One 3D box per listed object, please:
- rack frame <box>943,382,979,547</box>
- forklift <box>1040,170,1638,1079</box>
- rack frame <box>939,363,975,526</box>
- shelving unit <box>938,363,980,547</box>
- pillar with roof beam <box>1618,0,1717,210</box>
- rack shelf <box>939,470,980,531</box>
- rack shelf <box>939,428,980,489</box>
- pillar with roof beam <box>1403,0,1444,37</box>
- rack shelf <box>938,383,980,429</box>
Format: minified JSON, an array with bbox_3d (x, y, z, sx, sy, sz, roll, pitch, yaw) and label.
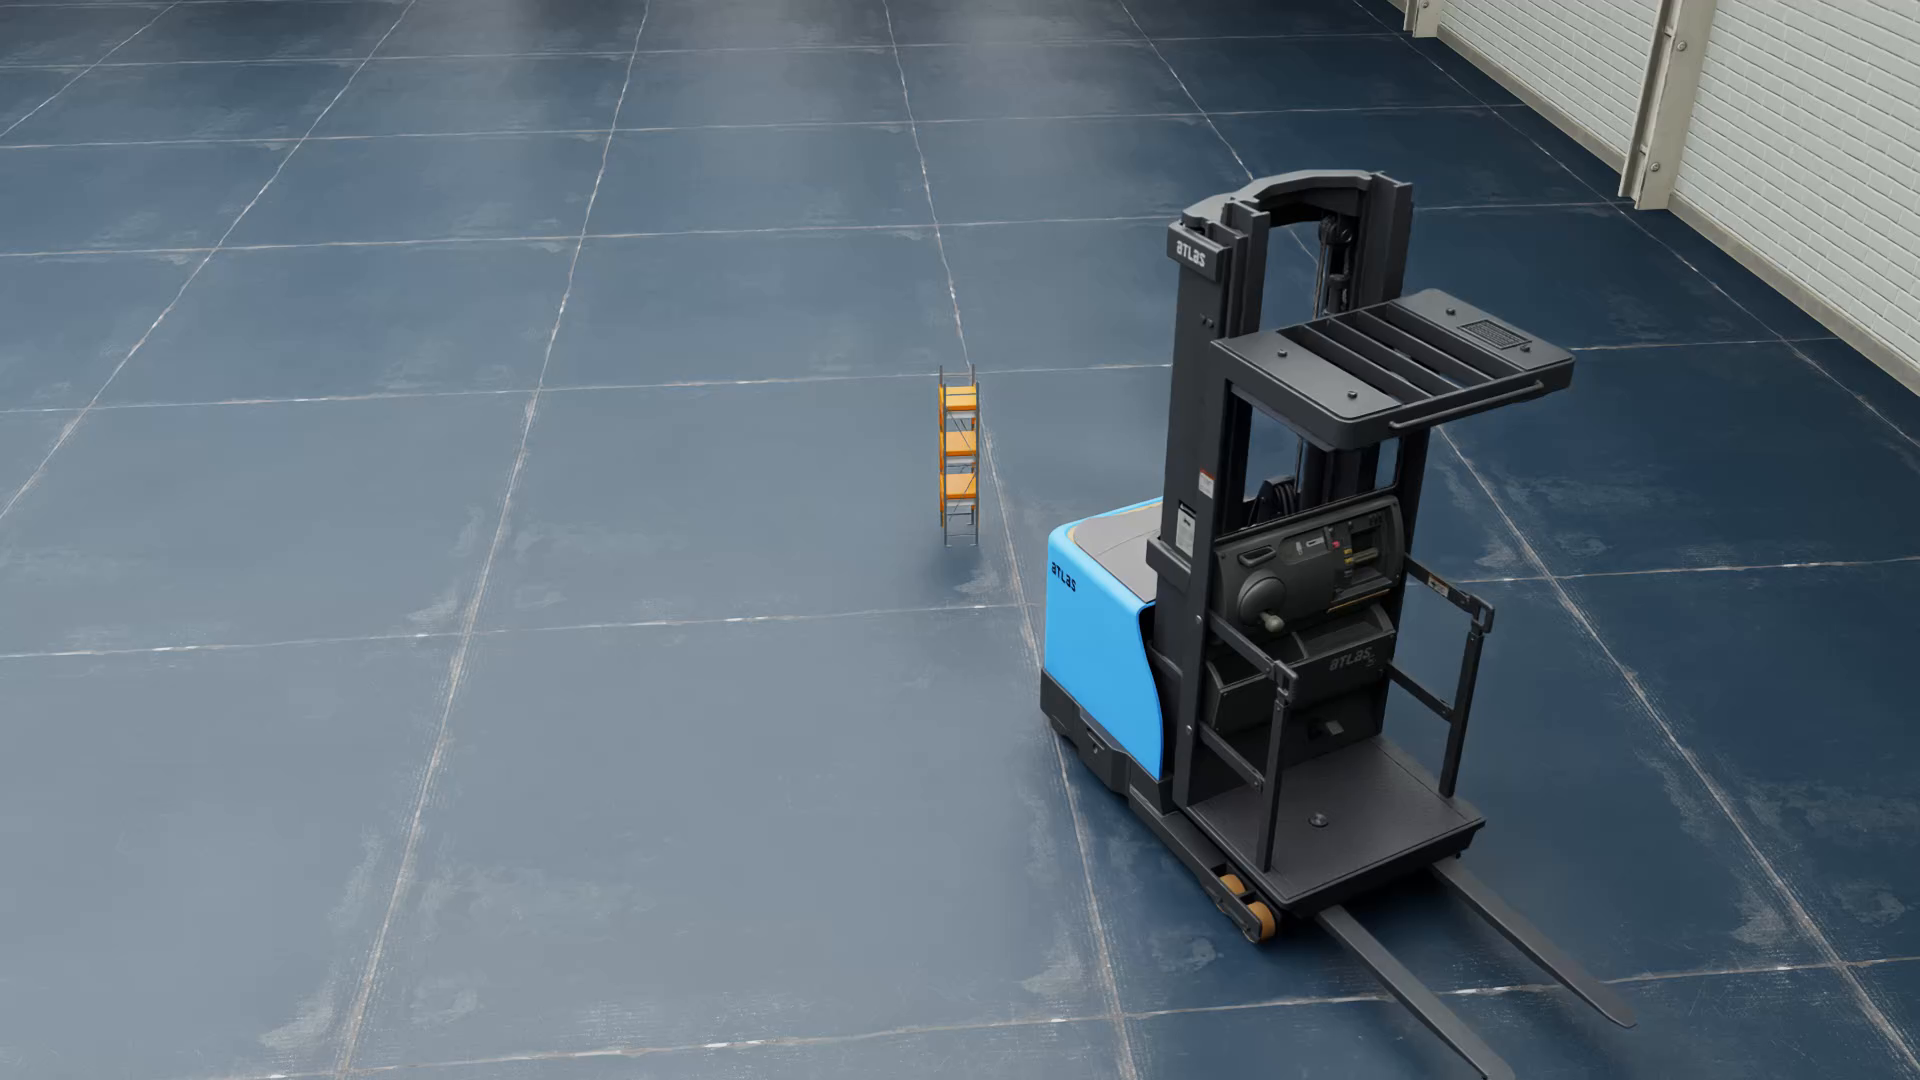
[{"bbox_3d":[0.006,-0.416,9.423,0.200,1.050,0.008,-3,31,-5],"label":"rack frame"},{"bbox_3d":[1.543,0.153,6.636,1.130,2.935,3.031,-16,34,-24],"label":"forklift"},{"bbox_3d":[-0.016,-0.540,9.631,0.200,1.050,0.008,-3,31,-5],"label":"rack frame"},{"bbox_3d":[-0.005,-0.478,9.527,0.215,1.050,0.252,-3,31,-5],"label":"shelving unit"},{"bbox_3d":[1.797,-6.668,12.139,9.100,9.000,0.400,-3,31,-5],"label":"pillar with roof beam"},{"bbox_3d":[-0.005,-0.230,9.675,0.215,0.259,0.240,-3,31,-5],"label":"rack shelf"},{"bbox_3d":[-0.005,-0.469,9.532,0.215,0.259,0.240,-3,31,-5],"label":"rack shelf"},{"bbox_3d":[1.236,-9.732,17.267,9.100,9.000,0.400,-3,31,-5],"label":"pillar with roof beam"},{"bbox_3d":[-0.005,-0.713,9.387,0.215,0.259,0.240,-3,31,-5],"label":"rack shelf"}]
